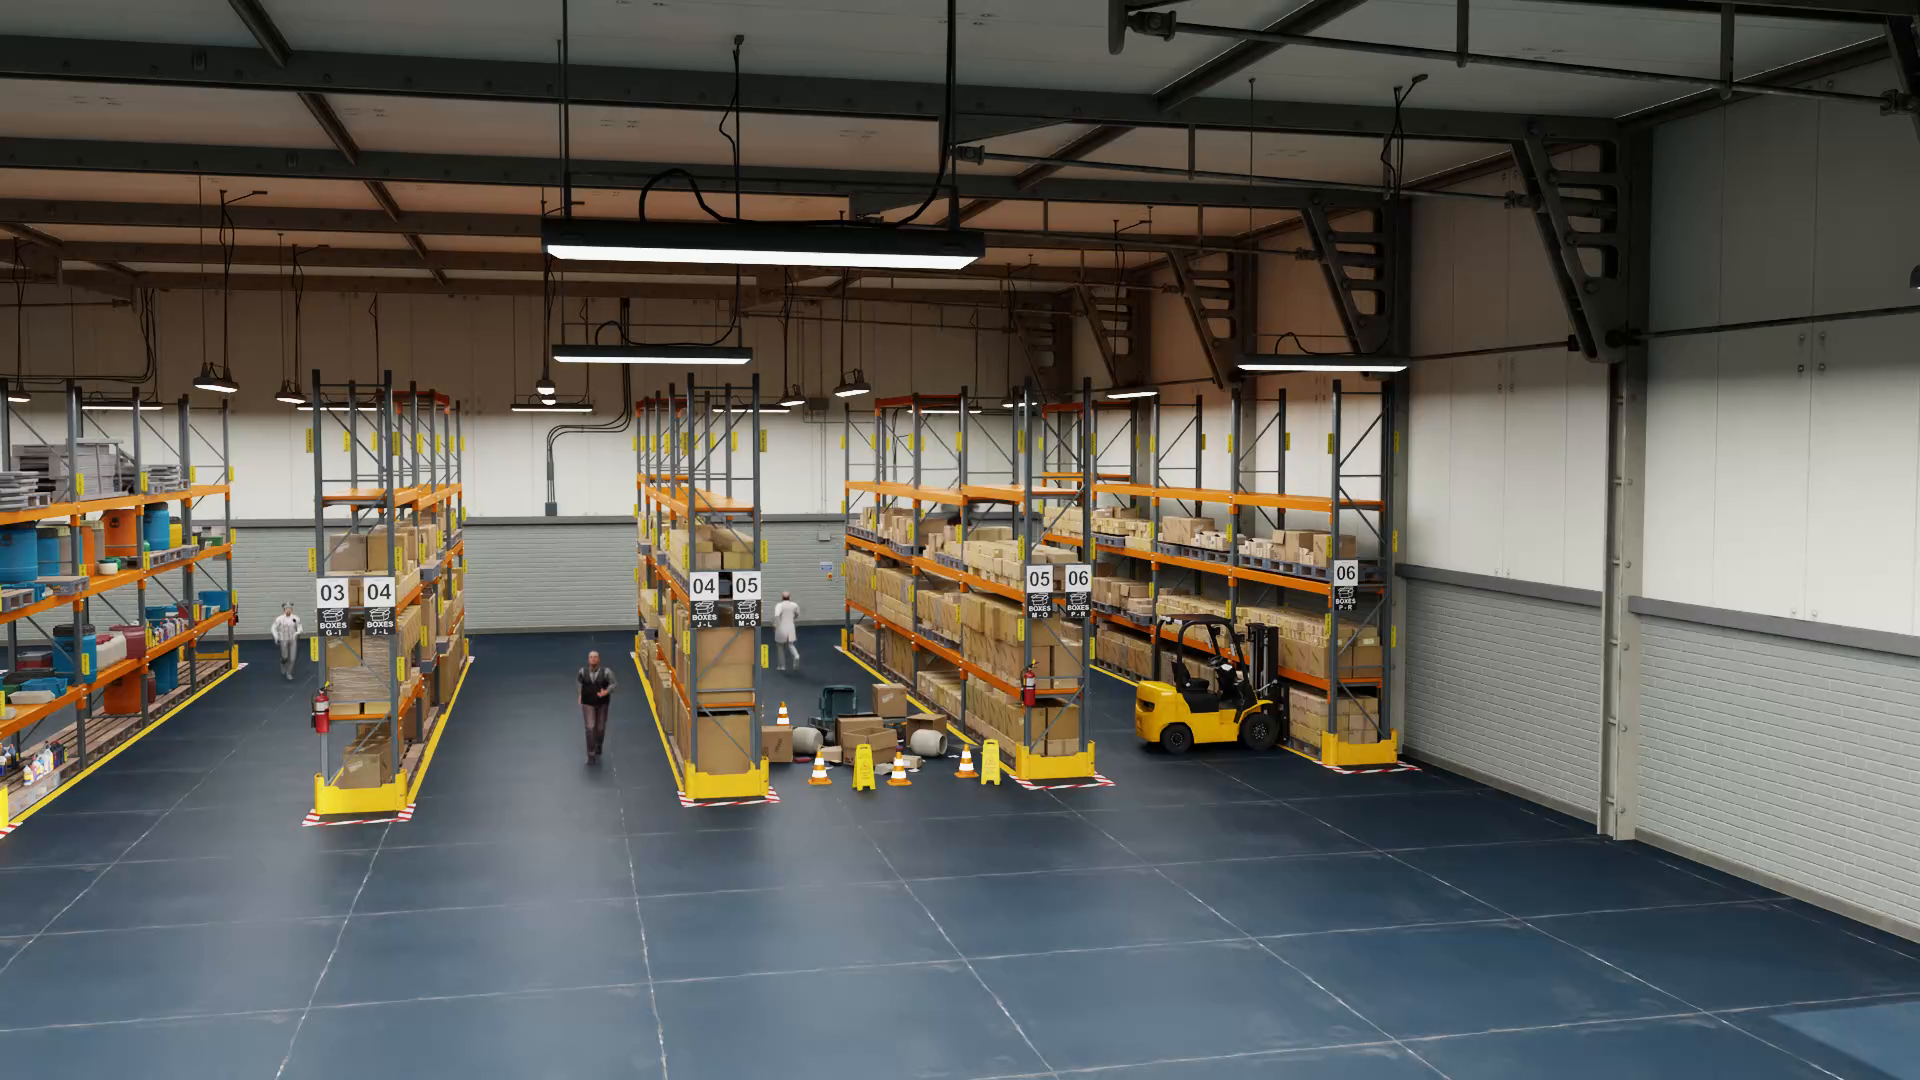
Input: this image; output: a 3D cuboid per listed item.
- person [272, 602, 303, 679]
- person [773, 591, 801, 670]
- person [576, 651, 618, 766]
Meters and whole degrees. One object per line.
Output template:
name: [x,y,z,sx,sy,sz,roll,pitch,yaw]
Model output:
person: [-14.255,2.140,35.291,0.608,1.653,0.543,-2,4,-29]
person: [-3.792,1.997,36.447,0.718,1.761,0.965,-2,4,-29]
person: [-5.726,2.627,26.227,0.650,1.772,0.814,-1,3,-11]
